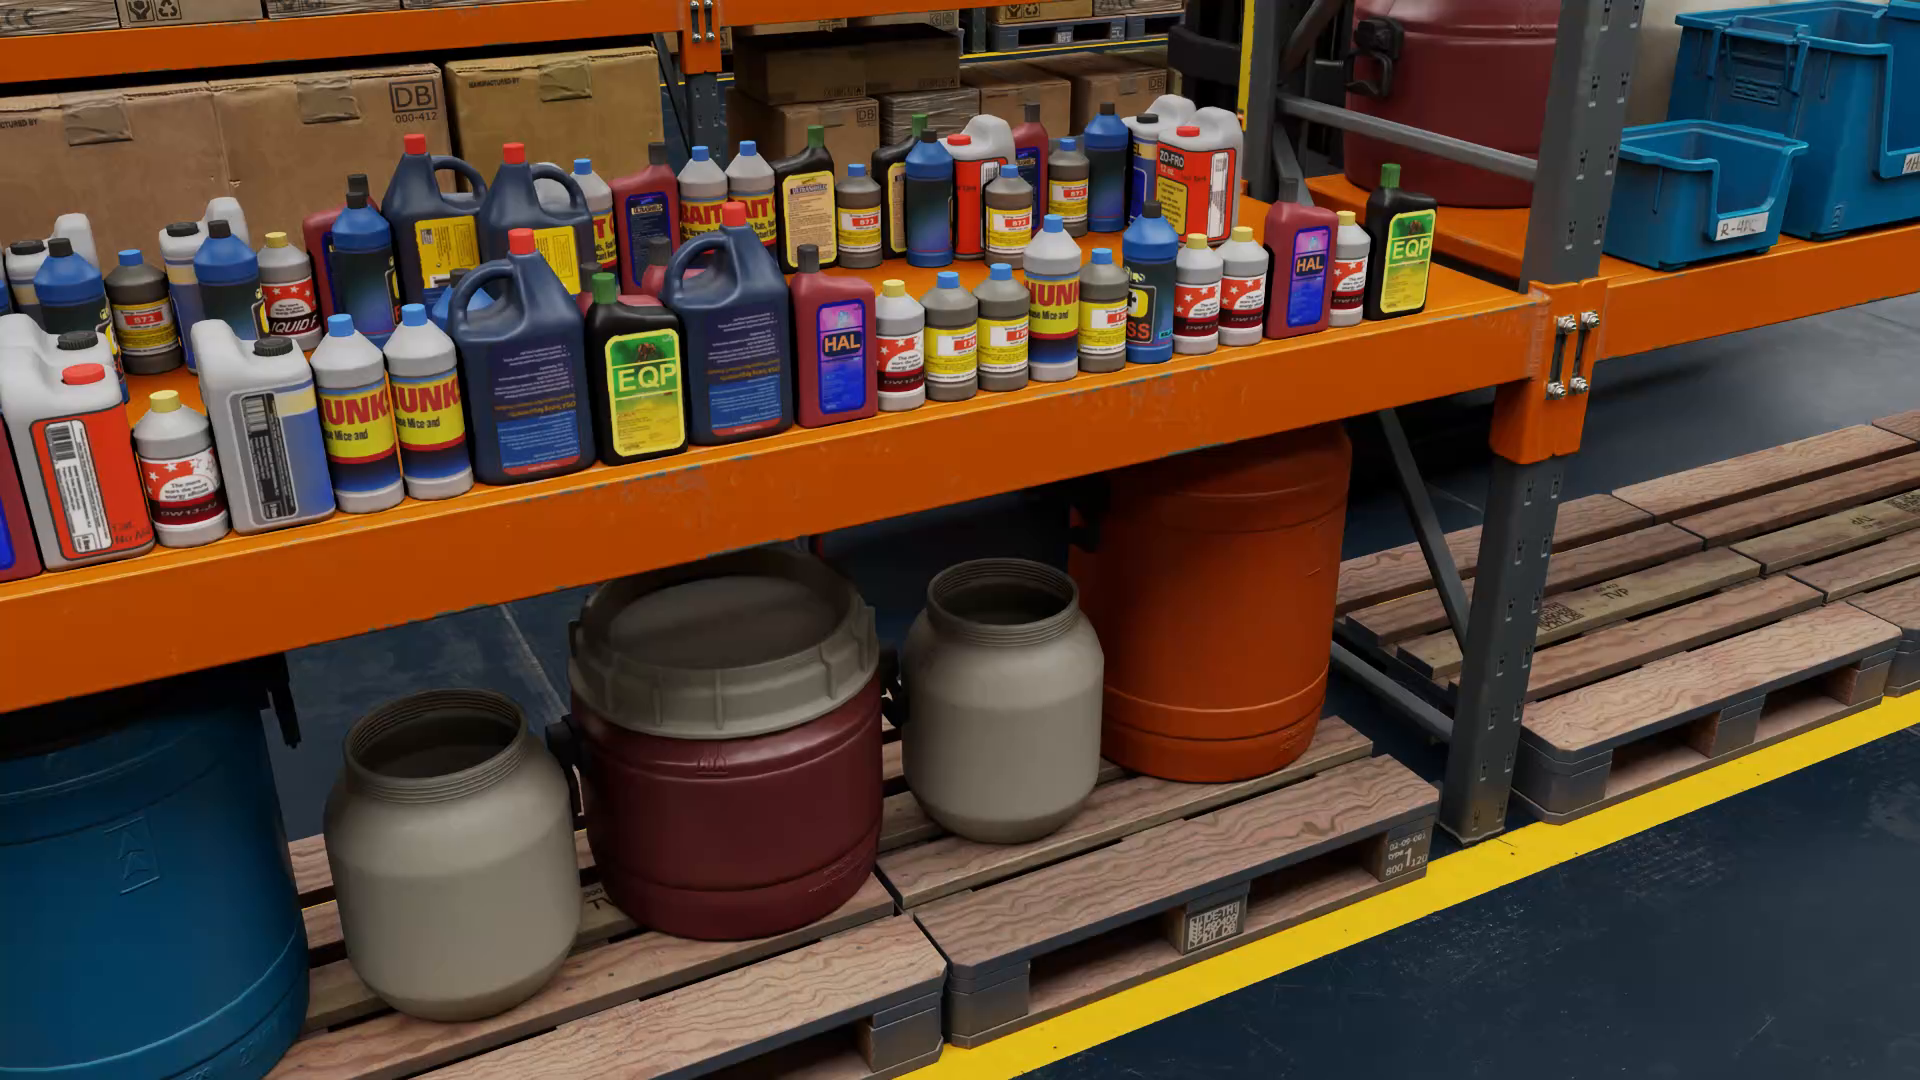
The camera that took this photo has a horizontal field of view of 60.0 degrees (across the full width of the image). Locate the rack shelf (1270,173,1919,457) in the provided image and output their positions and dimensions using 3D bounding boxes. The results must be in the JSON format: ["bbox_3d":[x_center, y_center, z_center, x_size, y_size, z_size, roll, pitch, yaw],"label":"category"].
[{"bbox_3d":[2.731,-0.936,4.566,4.000,0.370,1.077,-13,29,-25],"label":"rack shelf"}]

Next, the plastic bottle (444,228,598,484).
[{"bbox_3d":[-0.639,-0.272,2.407,0.185,0.351,0.144,-13,29,-25],"label":"plastic bottle"}]

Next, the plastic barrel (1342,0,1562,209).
[{"bbox_3d":[1.233,-1.125,3.970,0.708,0.536,0.600,-13,29,-25],"label":"plastic barrel"}]

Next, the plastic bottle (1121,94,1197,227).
[{"bbox_3d":[0.433,-0.833,3.662,0.135,0.276,0.152,-13,29,-25],"label":"plastic bottle"}]

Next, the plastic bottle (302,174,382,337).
[{"bbox_3d":[-1.094,-0.506,2.973,0.133,0.283,0.061,-13,29,-25],"label":"plastic bottle"}]

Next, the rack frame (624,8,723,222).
[{"bbox_3d":[-1.364,-2.745,7.502,0.127,3.000,1.000,-13,29,-25],"label":"rack frame"}]

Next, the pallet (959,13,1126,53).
[{"bbox_3d":[0.628,-4.342,14.050,1.213,0.211,1.003,-13,29,-25],"label":"pallet"}]

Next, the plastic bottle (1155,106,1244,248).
[{"bbox_3d":[0.504,-0.775,3.541,0.135,0.276,0.152,-13,29,-25],"label":"plastic bottle"}]

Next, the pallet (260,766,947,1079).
[{"bbox_3d":[-0.785,0.827,3.284,1.213,0.211,1.003,-13,29,-25],"label":"pallet"}]

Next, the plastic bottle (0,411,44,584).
[{"bbox_3d":[-1.255,-0.079,2.083,0.133,0.283,0.061,-13,29,-25],"label":"plastic bottle"}]

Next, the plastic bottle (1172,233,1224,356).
[{"bbox_3d":[0.410,-0.435,2.920,0.097,0.201,0.097,0,26,0],"label":"plastic bottle"}]

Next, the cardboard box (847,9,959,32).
[{"bbox_3d":[-0.585,-4.489,13.248,0.750,0.750,1.050,-13,29,-25],"label":"cardboard box"}]

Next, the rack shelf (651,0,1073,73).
[{"bbox_3d":[0.401,-2.828,8.506,4.000,0.370,1.077,-13,29,-25],"label":"rack shelf"}]

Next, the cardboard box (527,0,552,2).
[{"bbox_3d":[-1.683,-2.595,7.073,0.500,0.500,0.500,-12,28,-24],"label":"cardboard box"}]

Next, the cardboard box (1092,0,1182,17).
[{"bbox_3d":[1.302,-4.992,14.152,0.875,0.875,0.875,-13,28,-25],"label":"cardboard box"}]

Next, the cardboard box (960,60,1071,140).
[{"bbox_3d":[0.198,-2.196,8.739,0.500,0.500,0.700,-11,28,-21],"label":"cardboard box"}]

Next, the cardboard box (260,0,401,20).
[{"bbox_3d":[-2.582,-2.389,6.644,0.500,0.500,0.500,-14,29,-27],"label":"cardboard box"}]

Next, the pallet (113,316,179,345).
[{"bbox_3d":[-3.170,-1.109,7.317,1.213,0.211,1.003,-13,29,-25],"label":"pallet"}]

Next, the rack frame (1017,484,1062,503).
[{"bbox_3d":[0.334,-0.580,5.159,0.032,1.125,0.500,-15,29,-28],"label":"rack frame"}]

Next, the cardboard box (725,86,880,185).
[{"bbox_3d":[-0.782,-1.961,8.247,0.500,0.500,0.700,-15,29,-28],"label":"cardboard box"}]

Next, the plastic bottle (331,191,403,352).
[{"bbox_3d":[-1.041,-0.474,2.921,0.097,0.271,0.097,0,26,0],"label":"plastic bottle"}]

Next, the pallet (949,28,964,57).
[{"bbox_3d":[-0.725,-4.031,13.403,1.213,0.211,1.003,-13,29,-25],"label":"pallet"}]

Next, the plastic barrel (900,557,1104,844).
[{"bbox_3d":[0.087,0.334,3.478,0.421,0.512,0.421,0,26,0],"label":"plastic barrel"}]

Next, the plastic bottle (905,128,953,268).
[{"bbox_3d":[-0.062,-0.700,3.391,0.097,0.271,0.097,0,26,0],"label":"plastic bottle"}]

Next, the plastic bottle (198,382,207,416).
[{"bbox_3d":[-1.029,-0.178,2.384,0.097,0.201,0.097,0,26,0],"label":"plastic bottle"}]

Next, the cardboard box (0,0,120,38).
[{"bbox_3d":[-3.485,-2.178,6.205,0.500,0.500,0.500,-14,29,-26],"label":"cardboard box"}]

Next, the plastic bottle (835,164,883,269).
[{"bbox_3d":[-0.209,-0.665,3.398,0.097,0.201,0.097,0,26,0],"label":"plastic bottle"}]

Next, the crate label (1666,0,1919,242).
[{"bbox_3d":[1.970,-0.968,3.760,0.616,0.435,0.502,-13,29,-25],"label":"crate label"}]

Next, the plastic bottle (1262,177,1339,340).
[{"bbox_3d":[0.607,-0.508,2.978,0.133,0.283,0.061,-13,29,-25],"label":"plastic bottle"}]

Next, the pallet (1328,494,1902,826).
[{"bbox_3d":[1.668,0.261,4.463,1.213,0.211,1.003,-13,29,-25],"label":"pallet"}]

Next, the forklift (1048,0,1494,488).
[{"bbox_3d":[1.572,-1.803,5.620,3.031,2.935,1.130,-15,30,-29],"label":"forklift"}]

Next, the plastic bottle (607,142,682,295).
[{"bbox_3d":[-0.608,-0.618,3.207,0.133,0.283,0.061,-13,29,-25],"label":"plastic bottle"}]

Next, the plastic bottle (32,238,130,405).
[{"bbox_3d":[-1.406,-0.345,2.652,0.097,0.271,0.097,0,26,0],"label":"plastic bottle"}]

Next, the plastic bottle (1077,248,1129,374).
[{"bbox_3d":[0.239,-0.396,2.838,0.097,0.201,0.097,0,26,0],"label":"plastic bottle"}]

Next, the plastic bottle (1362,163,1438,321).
[{"bbox_3d":[0.810,-0.555,3.076,0.133,0.283,0.061,-13,29,-25],"label":"plastic bottle"}]

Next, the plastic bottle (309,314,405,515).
[{"bbox_3d":[-0.838,-0.178,2.305,0.097,0.271,0.097,0,26,0],"label":"plastic bottle"}]

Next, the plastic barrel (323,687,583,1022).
[{"bbox_3d":[-0.910,0.564,2.999,0.421,0.512,0.421,0,26,0],"label":"plastic barrel"}]

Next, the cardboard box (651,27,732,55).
[{"bbox_3d":[-2.259,-4.104,12.446,0.750,0.750,1.050,-13,28,-24],"label":"cardboard box"}]

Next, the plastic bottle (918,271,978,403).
[{"bbox_3d":[-0.019,-0.336,2.714,0.097,0.201,0.097,0,26,0],"label":"plastic bottle"}]

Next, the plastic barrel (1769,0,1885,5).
[{"bbox_3d":[2.145,-1.281,4.323,0.421,0.512,0.421,0,26,0],"label":"plastic barrel"}]

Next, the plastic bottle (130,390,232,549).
[{"bbox_3d":[-1.043,-0.100,2.221,0.097,0.201,0.097,0,26,0],"label":"plastic bottle"}]

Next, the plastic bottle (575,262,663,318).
[{"bbox_3d":[-0.508,-0.281,2.505,0.133,0.283,0.061,-13,29,-25],"label":"plastic bottle"}]

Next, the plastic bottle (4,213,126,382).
[{"bbox_3d":[-1.481,-0.391,2.742,0.135,0.276,0.152,-13,29,-25],"label":"plastic bottle"}]

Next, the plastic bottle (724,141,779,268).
[{"bbox_3d":[-0.412,-0.649,3.285,0.097,0.271,0.097,0,26,0],"label":"plastic bottle"}]

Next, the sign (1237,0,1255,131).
[{"bbox_3d":[0.701,-1.136,3.961,0.005,0.325,0.100,-13,29,-25],"label":"sign"}]

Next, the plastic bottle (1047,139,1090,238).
[{"bbox_3d":[0.232,-0.766,3.610,0.097,0.201,0.097,0,26,0],"label":"plastic bottle"}]

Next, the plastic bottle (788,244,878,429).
[{"bbox_3d":[-0.198,-0.323,2.591,0.133,0.283,0.061,-13,29,-25],"label":"plastic bottle"}]

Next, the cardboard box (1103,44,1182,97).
[{"bbox_3d":[1.184,-2.424,9.213,0.500,0.500,0.700,-13,29,-25],"label":"cardboard box"}]

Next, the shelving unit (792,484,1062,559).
[{"bbox_3d":[-0.101,-0.467,4.923,1.048,1.125,0.538,-15,29,-28],"label":"shelving unit"}]

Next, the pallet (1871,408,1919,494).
[{"bbox_3d":[3.821,-0.236,5.498,1.213,0.211,1.003,-13,29,-25],"label":"pallet"}]

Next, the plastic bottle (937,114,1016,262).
[{"bbox_3d":[0.024,-0.739,3.466,0.135,0.276,0.152,-13,29,-25],"label":"plastic bottle"}]

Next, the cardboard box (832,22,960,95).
[{"bbox_3d":[-0.324,-2.414,8.326,0.500,0.250,0.500,-10,27,-19],"label":"cardboard box"}]

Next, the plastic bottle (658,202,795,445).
[{"bbox_3d":[-0.358,-0.337,2.542,0.185,0.351,0.144,-13,29,-25],"label":"plastic bottle"}]

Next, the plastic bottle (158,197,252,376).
[{"bbox_3d":[-1.277,-0.438,2.841,0.135,0.276,0.152,-13,29,-25],"label":"plastic bottle"}]

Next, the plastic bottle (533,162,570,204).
[{"bbox_3d":[-0.791,-0.550,3.074,0.135,0.276,0.152,-13,29,-25],"label":"plastic bottle"}]

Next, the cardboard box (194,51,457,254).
[{"bbox_3d":[-2.773,-1.665,7.222,0.875,0.875,1.225,-13,29,-25],"label":"cardboard box"}]
